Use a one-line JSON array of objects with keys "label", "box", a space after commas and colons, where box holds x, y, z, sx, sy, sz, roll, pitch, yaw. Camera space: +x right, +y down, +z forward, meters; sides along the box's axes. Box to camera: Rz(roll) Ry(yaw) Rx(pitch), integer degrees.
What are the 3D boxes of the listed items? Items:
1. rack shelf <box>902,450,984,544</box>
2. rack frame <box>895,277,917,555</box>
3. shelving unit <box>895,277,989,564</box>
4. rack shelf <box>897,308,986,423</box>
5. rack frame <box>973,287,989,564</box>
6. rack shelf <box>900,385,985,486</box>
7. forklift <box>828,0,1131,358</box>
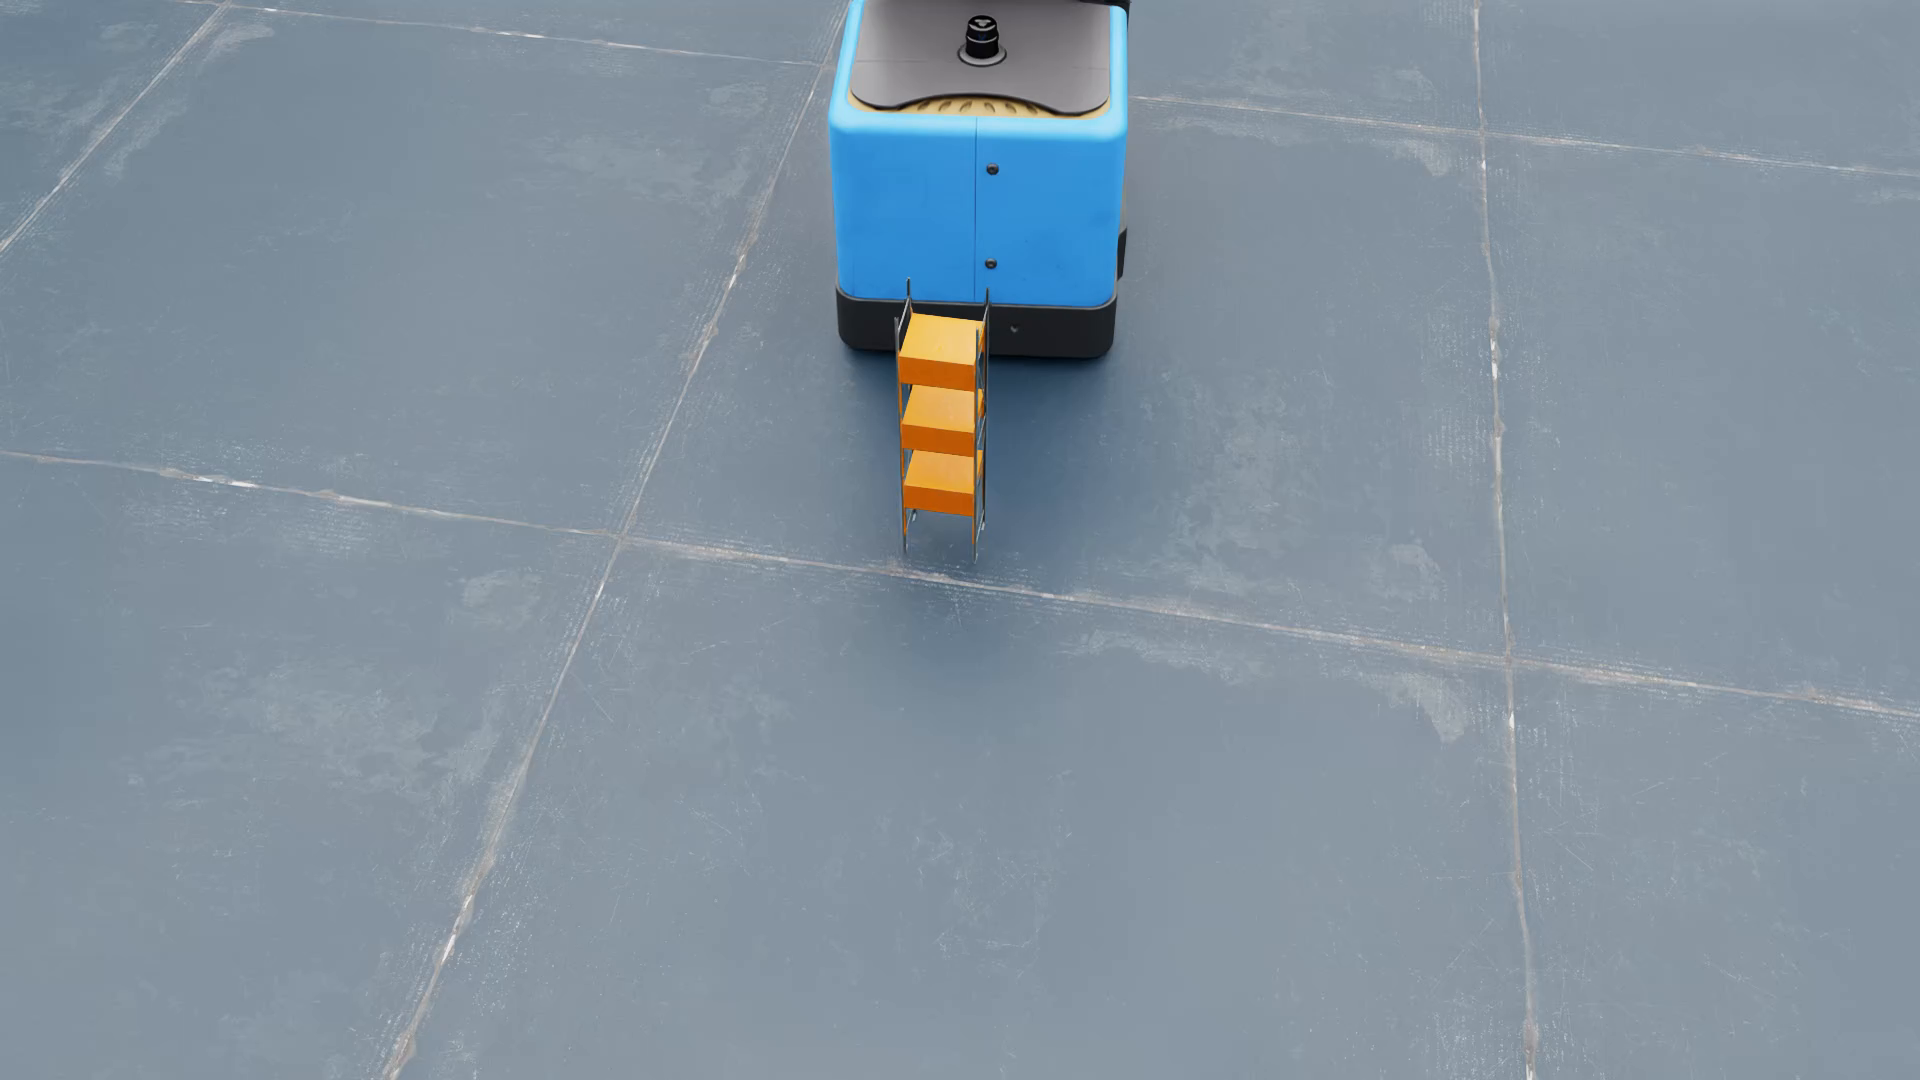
[{"label": "rack shelf", "box": [-0.053, -0.165, 5.580, 0.240, 0.259, 0.215, 8, 49, 7]}, {"label": "rack frame", "box": [-0.173, -0.374, 5.380, 0.008, 1.050, 0.200, 8, 49, 7]}, {"label": "shelving unit", "box": [-0.053, -0.358, 5.366, 0.252, 1.050, 0.215, 8, 49, 7]}, {"label": "rack shelf", "box": [-0.053, -0.541, 5.163, 0.240, 0.259, 0.215, 8, 49, 7]}, {"label": "rack frame", "box": [0.067, -0.342, 5.351, 0.008, 1.050, 0.200, 8, 49, 7]}, {"label": "rack shelf", "box": [-0.053, -0.351, 5.374, 0.240, 0.259, 0.215, 8, 49, 7]}, {"label": "forklift", "box": [0.143, -2.760, 6.259, 1.130, 2.935, 3.031, 3, 48, 2]}]
